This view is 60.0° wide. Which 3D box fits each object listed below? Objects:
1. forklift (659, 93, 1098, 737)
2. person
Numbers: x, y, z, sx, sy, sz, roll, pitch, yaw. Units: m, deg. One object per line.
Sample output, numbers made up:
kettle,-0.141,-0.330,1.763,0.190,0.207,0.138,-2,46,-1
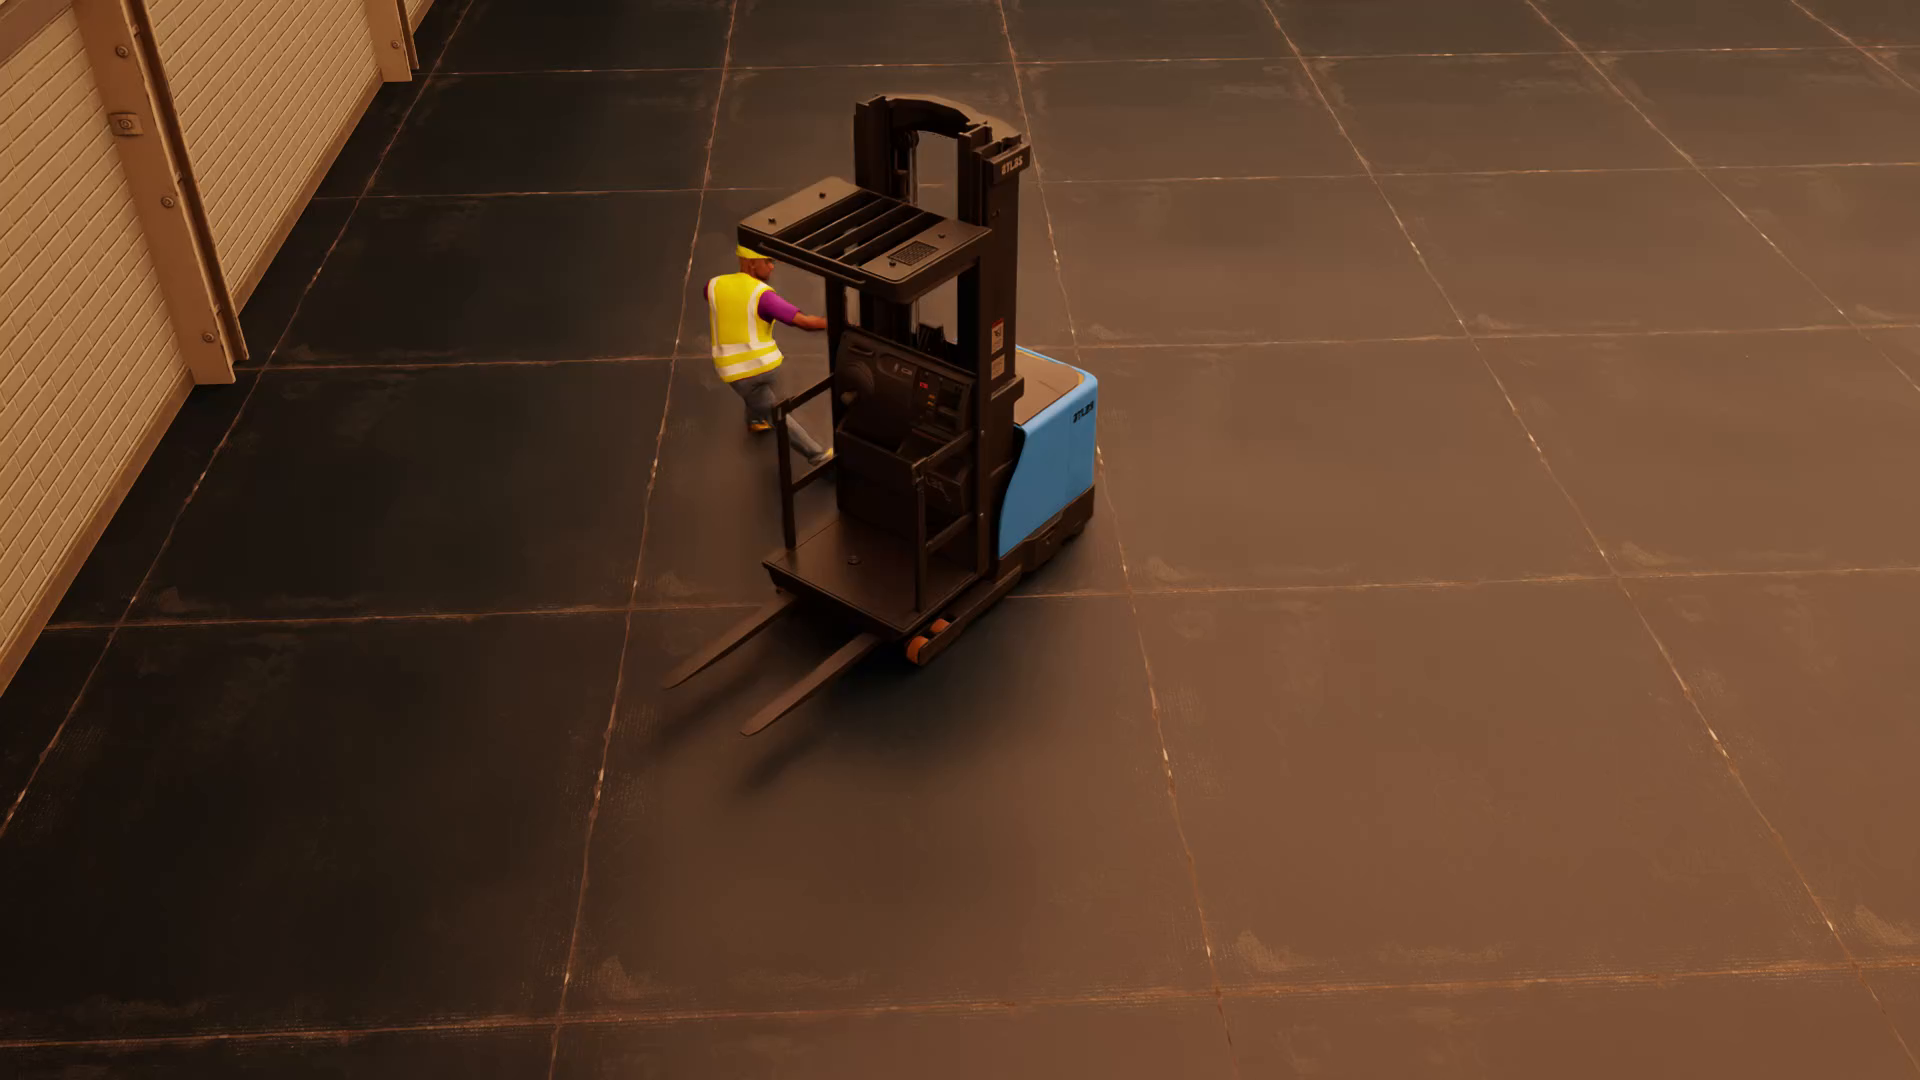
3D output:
forklift,-0.448,-0.800,9.108,1.130,2.935,3.031,25,43,30
person,-1.185,-1.289,10.987,1.012,1.531,1.039,1,36,1
